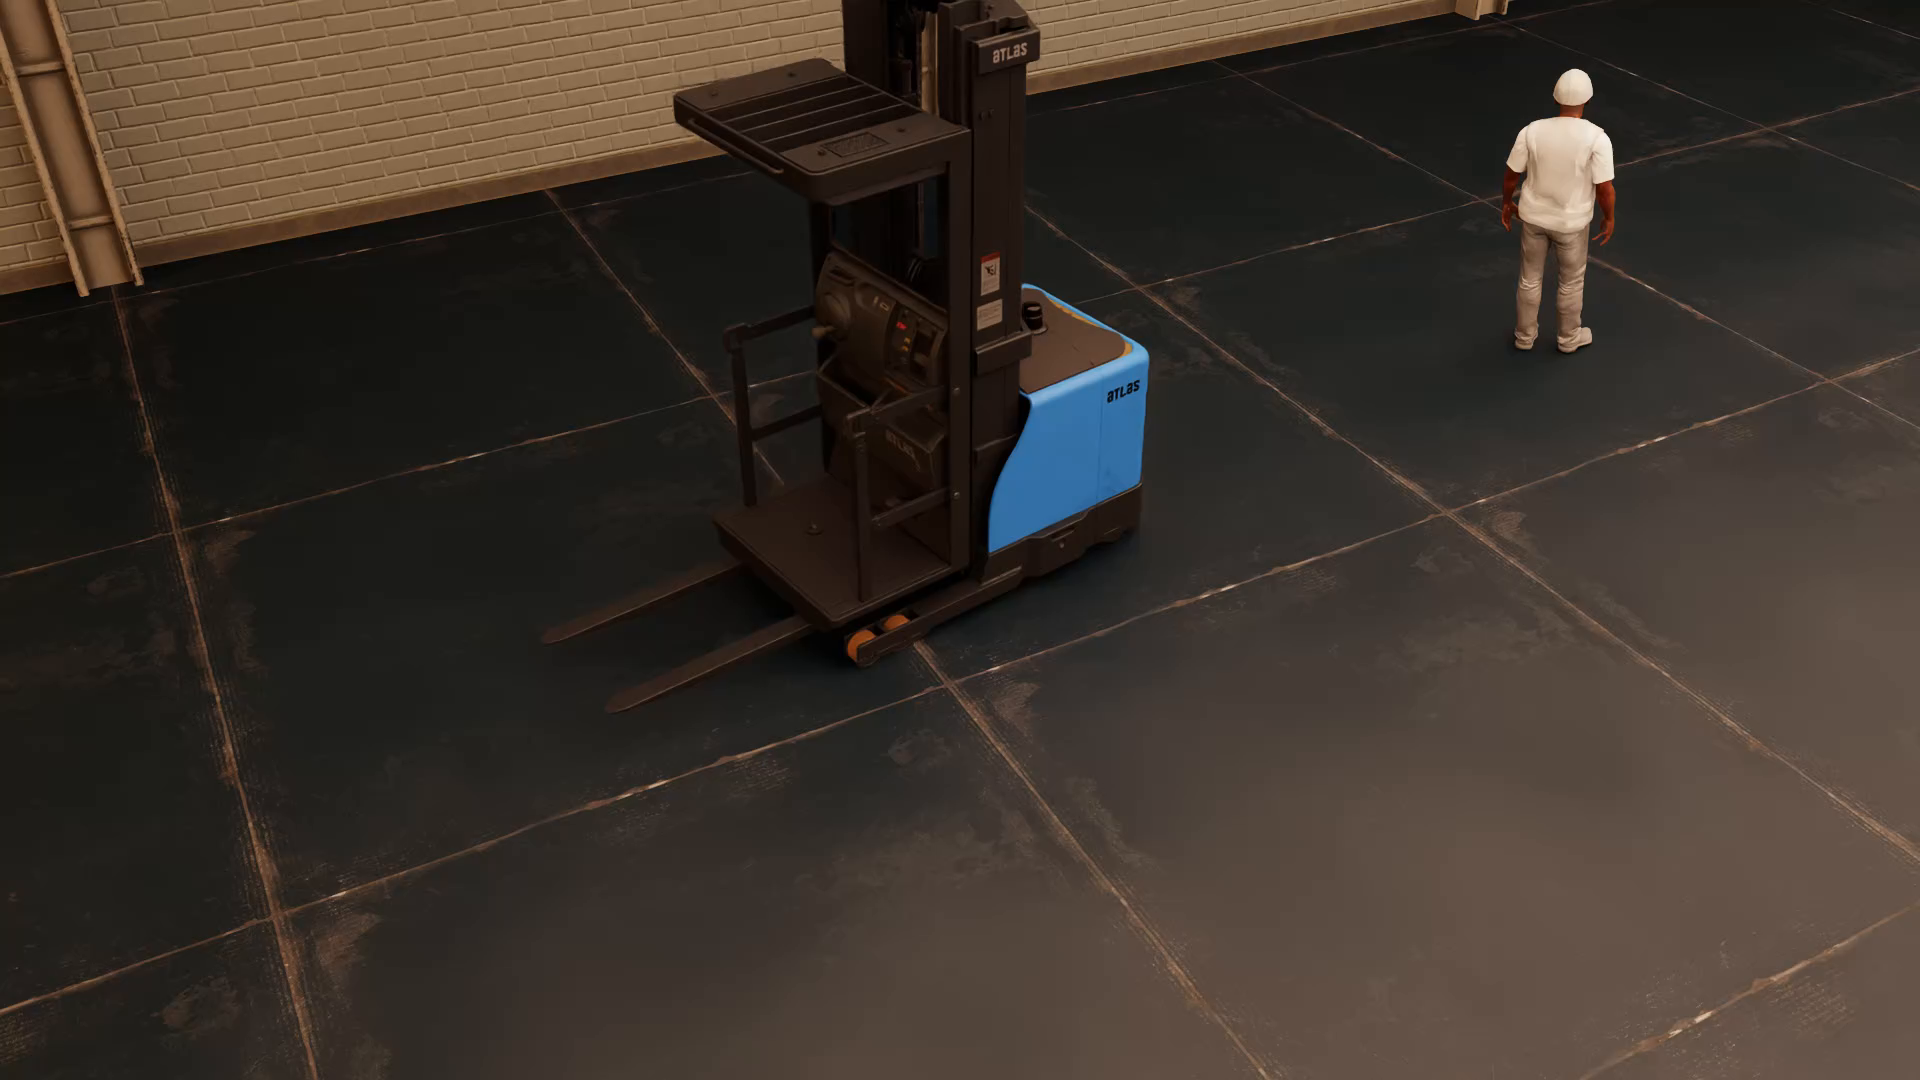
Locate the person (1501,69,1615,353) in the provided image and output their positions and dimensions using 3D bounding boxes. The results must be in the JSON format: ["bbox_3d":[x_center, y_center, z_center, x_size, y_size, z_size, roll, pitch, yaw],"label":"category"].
[{"bbox_3d":[3.564,-1.955,9.886,0.666,1.765,0.578,21,40,27],"label":"person"}]

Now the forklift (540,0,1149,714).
[{"bbox_3d":[-0.532,-0.950,7.467,3.031,2.935,1.130,-24,42,-30],"label":"forklift"}]
